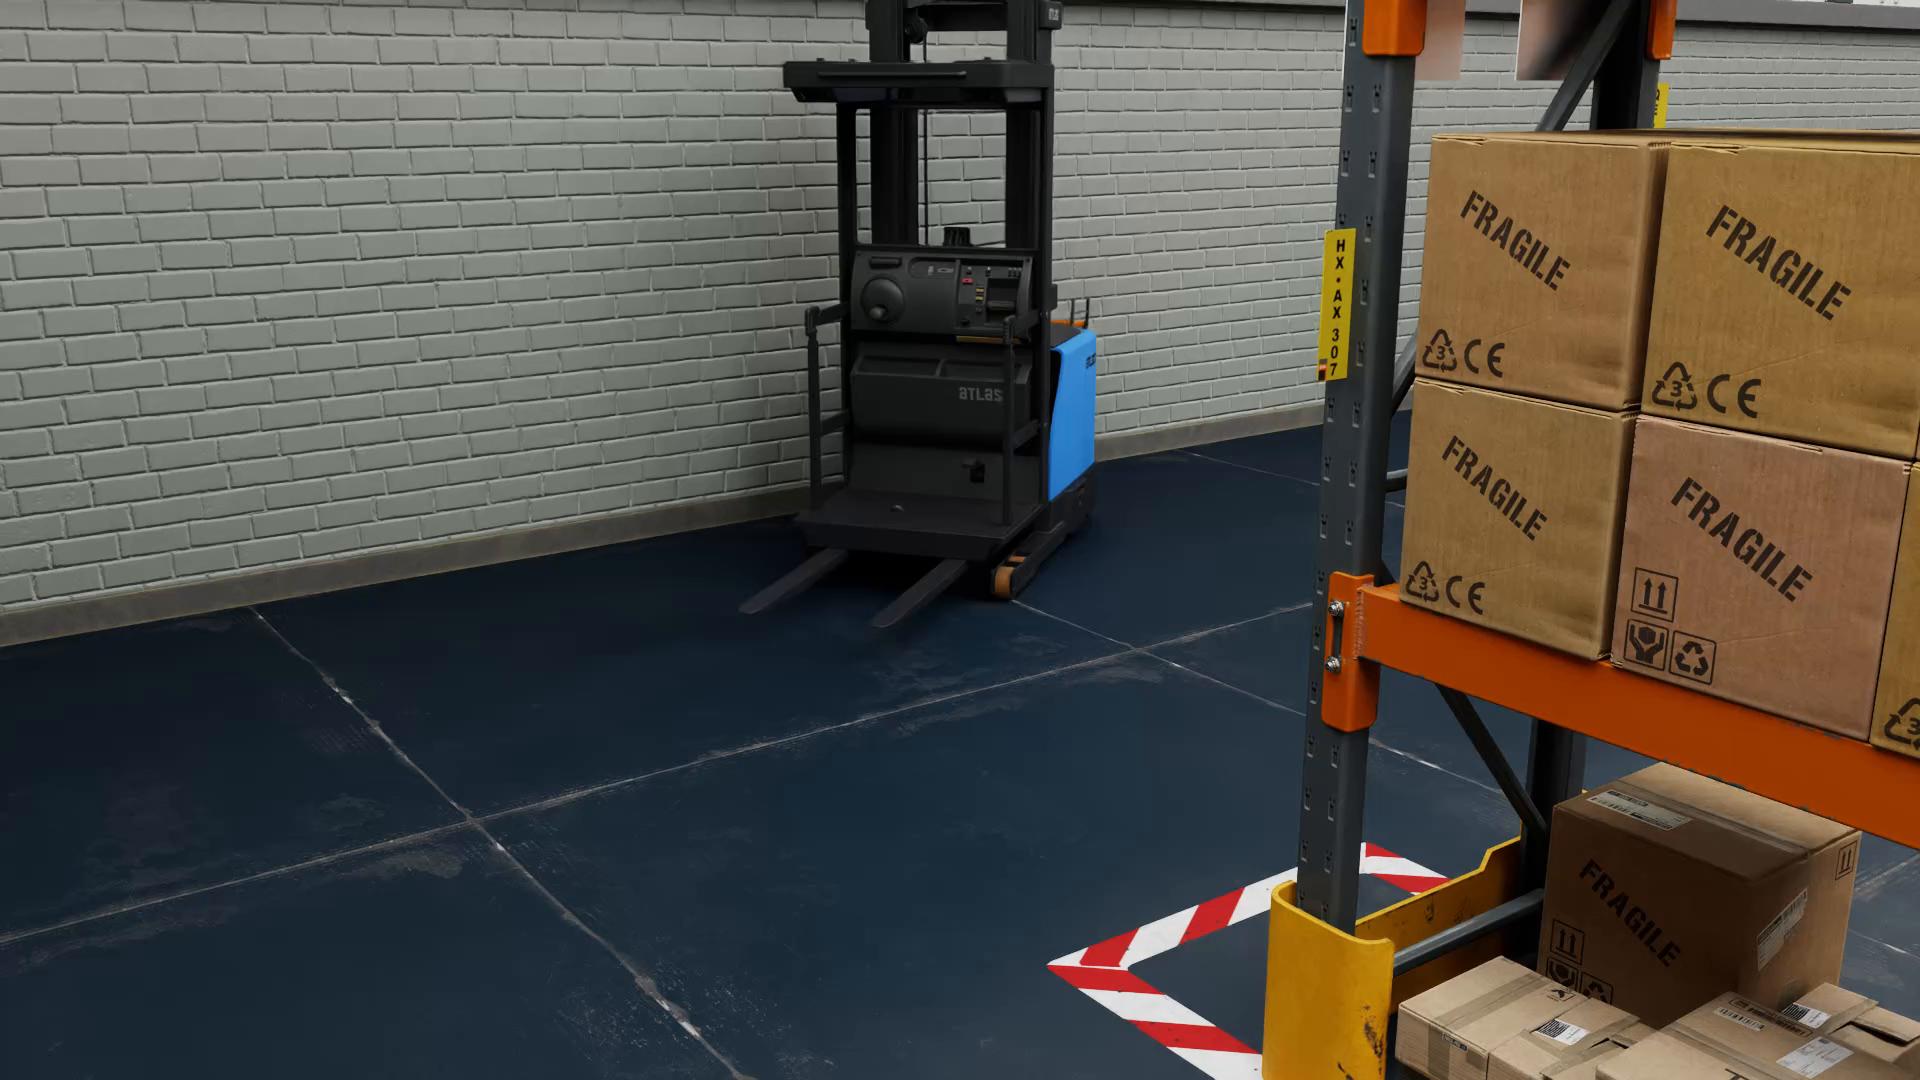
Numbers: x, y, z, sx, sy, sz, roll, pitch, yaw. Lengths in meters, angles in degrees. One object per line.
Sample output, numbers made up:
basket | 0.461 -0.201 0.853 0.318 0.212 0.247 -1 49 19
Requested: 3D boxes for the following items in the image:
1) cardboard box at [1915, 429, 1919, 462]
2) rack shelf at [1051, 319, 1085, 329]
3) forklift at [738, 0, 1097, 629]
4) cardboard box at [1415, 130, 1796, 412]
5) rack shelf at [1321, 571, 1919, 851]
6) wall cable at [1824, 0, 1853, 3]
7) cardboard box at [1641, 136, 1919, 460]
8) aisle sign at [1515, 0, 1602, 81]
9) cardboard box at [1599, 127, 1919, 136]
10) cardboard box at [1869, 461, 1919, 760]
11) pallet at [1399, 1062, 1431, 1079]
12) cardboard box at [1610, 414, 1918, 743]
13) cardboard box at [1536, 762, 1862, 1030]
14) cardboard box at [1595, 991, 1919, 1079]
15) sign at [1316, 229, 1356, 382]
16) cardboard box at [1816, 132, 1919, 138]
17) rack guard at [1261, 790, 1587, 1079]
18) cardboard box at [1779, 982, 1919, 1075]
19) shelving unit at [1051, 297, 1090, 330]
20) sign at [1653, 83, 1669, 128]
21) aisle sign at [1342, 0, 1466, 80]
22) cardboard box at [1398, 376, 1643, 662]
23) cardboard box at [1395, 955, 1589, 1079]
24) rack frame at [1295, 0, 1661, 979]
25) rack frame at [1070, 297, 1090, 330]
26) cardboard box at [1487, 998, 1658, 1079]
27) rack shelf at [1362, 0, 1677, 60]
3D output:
cardboard box | 1.911 -0.354 2.605 0.500 0.500 0.500 -11 19 -34
rack shelf | 0.477 -1.231 9.781 0.480 0.148 0.258 8 13 26
forklift | -0.160 -1.242 8.063 1.130 2.935 3.031 5 16 17
cardboard box | 1.307 -0.572 3.401 0.500 0.500 0.500 -10 18 -33
rack shelf | 2.436 0.597 2.577 1.077 0.370 4.000 -11 19 -35
wall cable | 8.738 -7.902 14.807 2.277 5.999 0.120 -11 19 -35
cardboard box | 1.621 -0.462 2.998 0.500 0.500 0.500 -11 19 -34
aisle sign | 1.468 -1.493 3.926 0.394 0.787 0.004 -11 19 -35
cardboard box | 1.744 -0.656 3.706 0.500 0.500 0.500 -11 19 -35
cardboard box | 1.908 0.127 2.741 0.500 0.500 0.500 -11 19 -35
pallet | 1.774 1.354 3.730 1.003 0.211 1.213 -11 19 -35
cardboard box | 1.615 0.019 3.134 0.500 0.500 0.500 -11 19 -35
cardboard box | 1.779 0.894 4.030 0.500 0.500 0.500 -11 19 -35
cardboard box | 1.644 1.204 3.372 0.500 0.250 0.500 -11 19 -35
sign | 0.821 -0.511 3.620 0.100 0.325 0.005 -11 19 -35
cardboard box | 2.042 -0.548 3.312 0.500 0.500 0.500 -10 18 -33
rack guard | 1.305 1.044 4.313 1.175 0.500 0.348 -11 19 -35
cardboard box | 1.944 1.155 3.707 0.380 0.166 0.250 -11 19 -35
shelving unit | 0.463 -0.846 9.859 0.503 1.200 0.258 8 13 26
sign | 1.721 -0.970 4.147 0.100 0.325 0.005 -11 19 -35
aisle sign | 0.982 -1.400 3.586 0.394 0.787 0.004 -11 19 -35
cardboard box | 1.307 -0.090 3.533 0.500 0.500 0.500 -10 18 -33
cardboard box | 1.228 1.128 3.839 0.380 0.149 0.250 -11 19 -35
rack frame | 1.260 -0.177 4.042 1.000 3.000 0.127 -11 19 -35
rack frame | 0.680 -0.816 9.751 0.015 1.200 0.240 8 13 26
cardboard box | 1.375 1.173 3.642 0.380 0.166 0.250 -11 19 -35
rack shelf | 2.436 -0.850 2.181 1.077 0.370 4.000 -11 19 -35
